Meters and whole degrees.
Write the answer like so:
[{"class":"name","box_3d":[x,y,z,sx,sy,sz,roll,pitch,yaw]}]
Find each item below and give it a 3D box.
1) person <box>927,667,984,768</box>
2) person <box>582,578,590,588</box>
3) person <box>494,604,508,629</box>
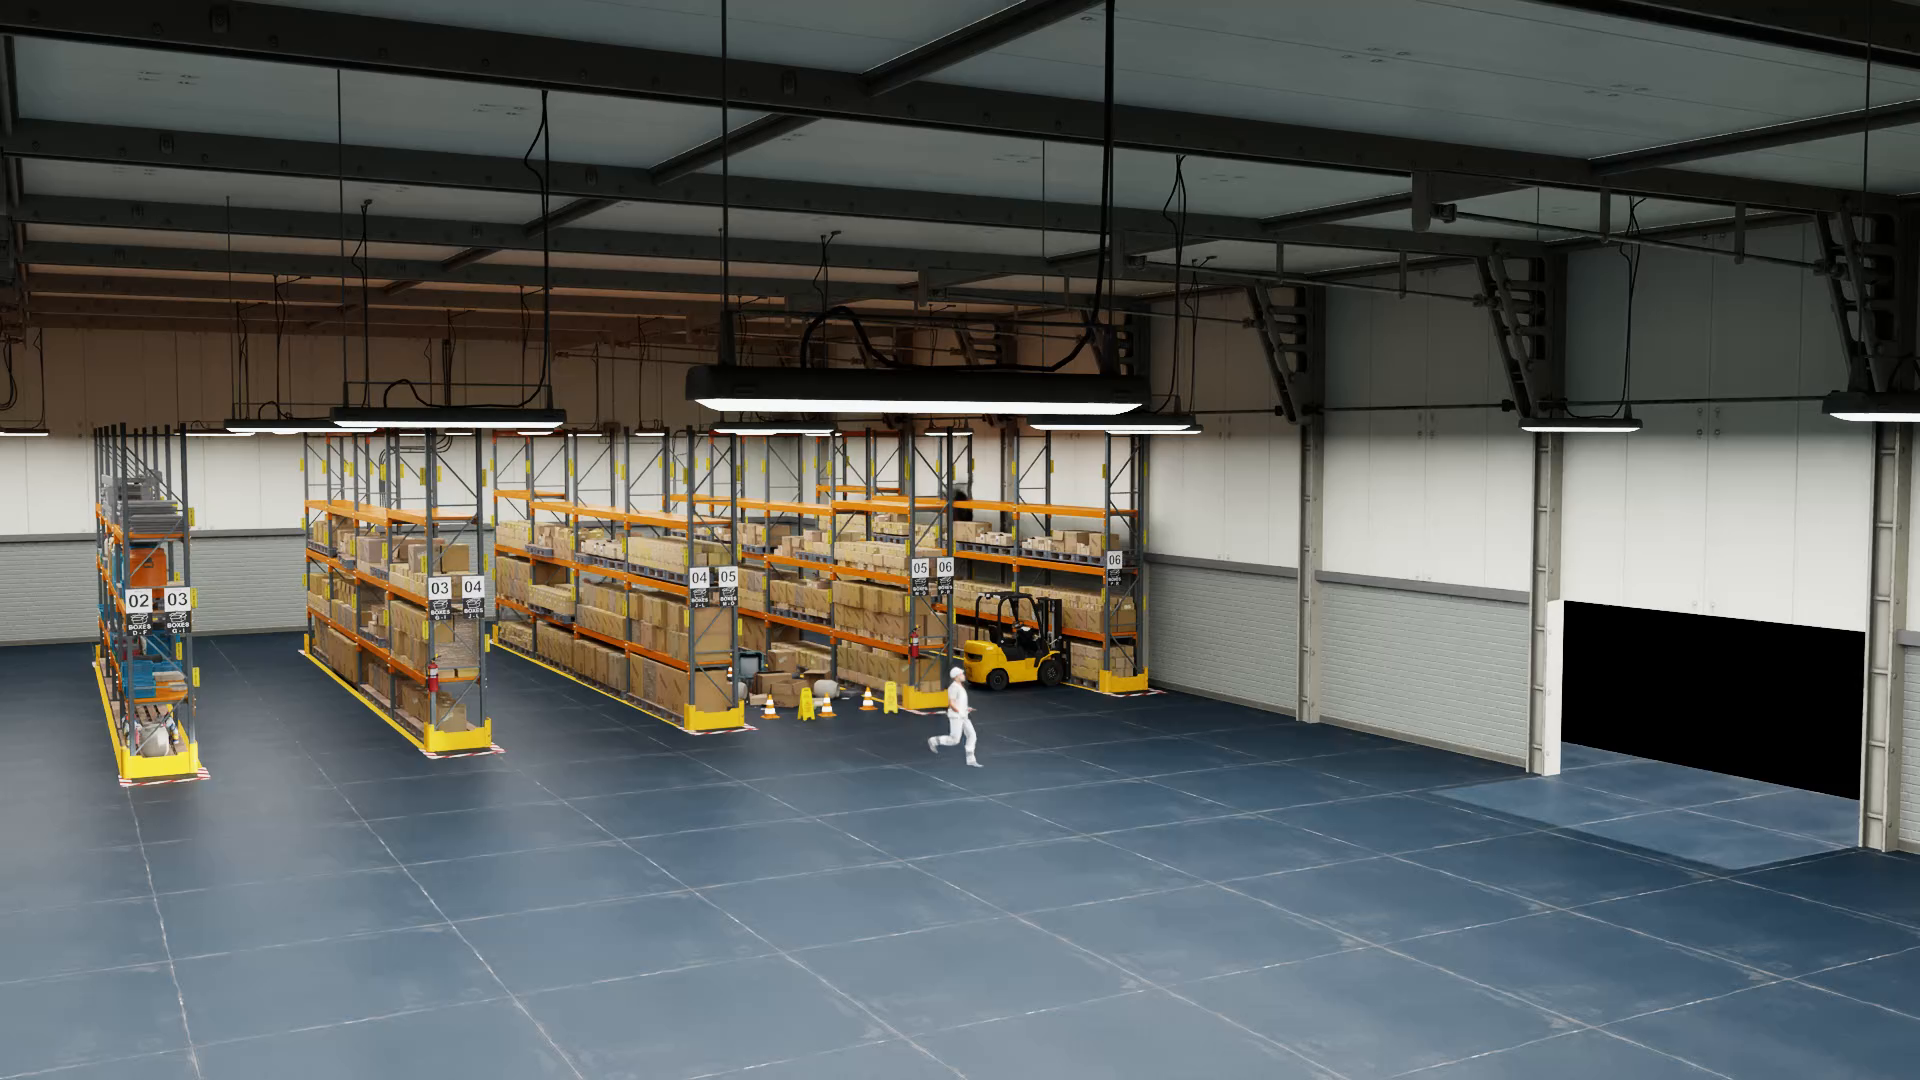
[{"class":"person","box_3d":[-0.076,3.107,29.088,0.995,1.761,0.641,1,4,17]},{"class":"person","box_3d":[-11.052,1.925,49.570,0.886,1.606,0.551,-2,4,-35]},{"class":"person","box_3d":[-13.166,2.032,48.181,0.702,1.681,0.671,-1,4,-20]}]
